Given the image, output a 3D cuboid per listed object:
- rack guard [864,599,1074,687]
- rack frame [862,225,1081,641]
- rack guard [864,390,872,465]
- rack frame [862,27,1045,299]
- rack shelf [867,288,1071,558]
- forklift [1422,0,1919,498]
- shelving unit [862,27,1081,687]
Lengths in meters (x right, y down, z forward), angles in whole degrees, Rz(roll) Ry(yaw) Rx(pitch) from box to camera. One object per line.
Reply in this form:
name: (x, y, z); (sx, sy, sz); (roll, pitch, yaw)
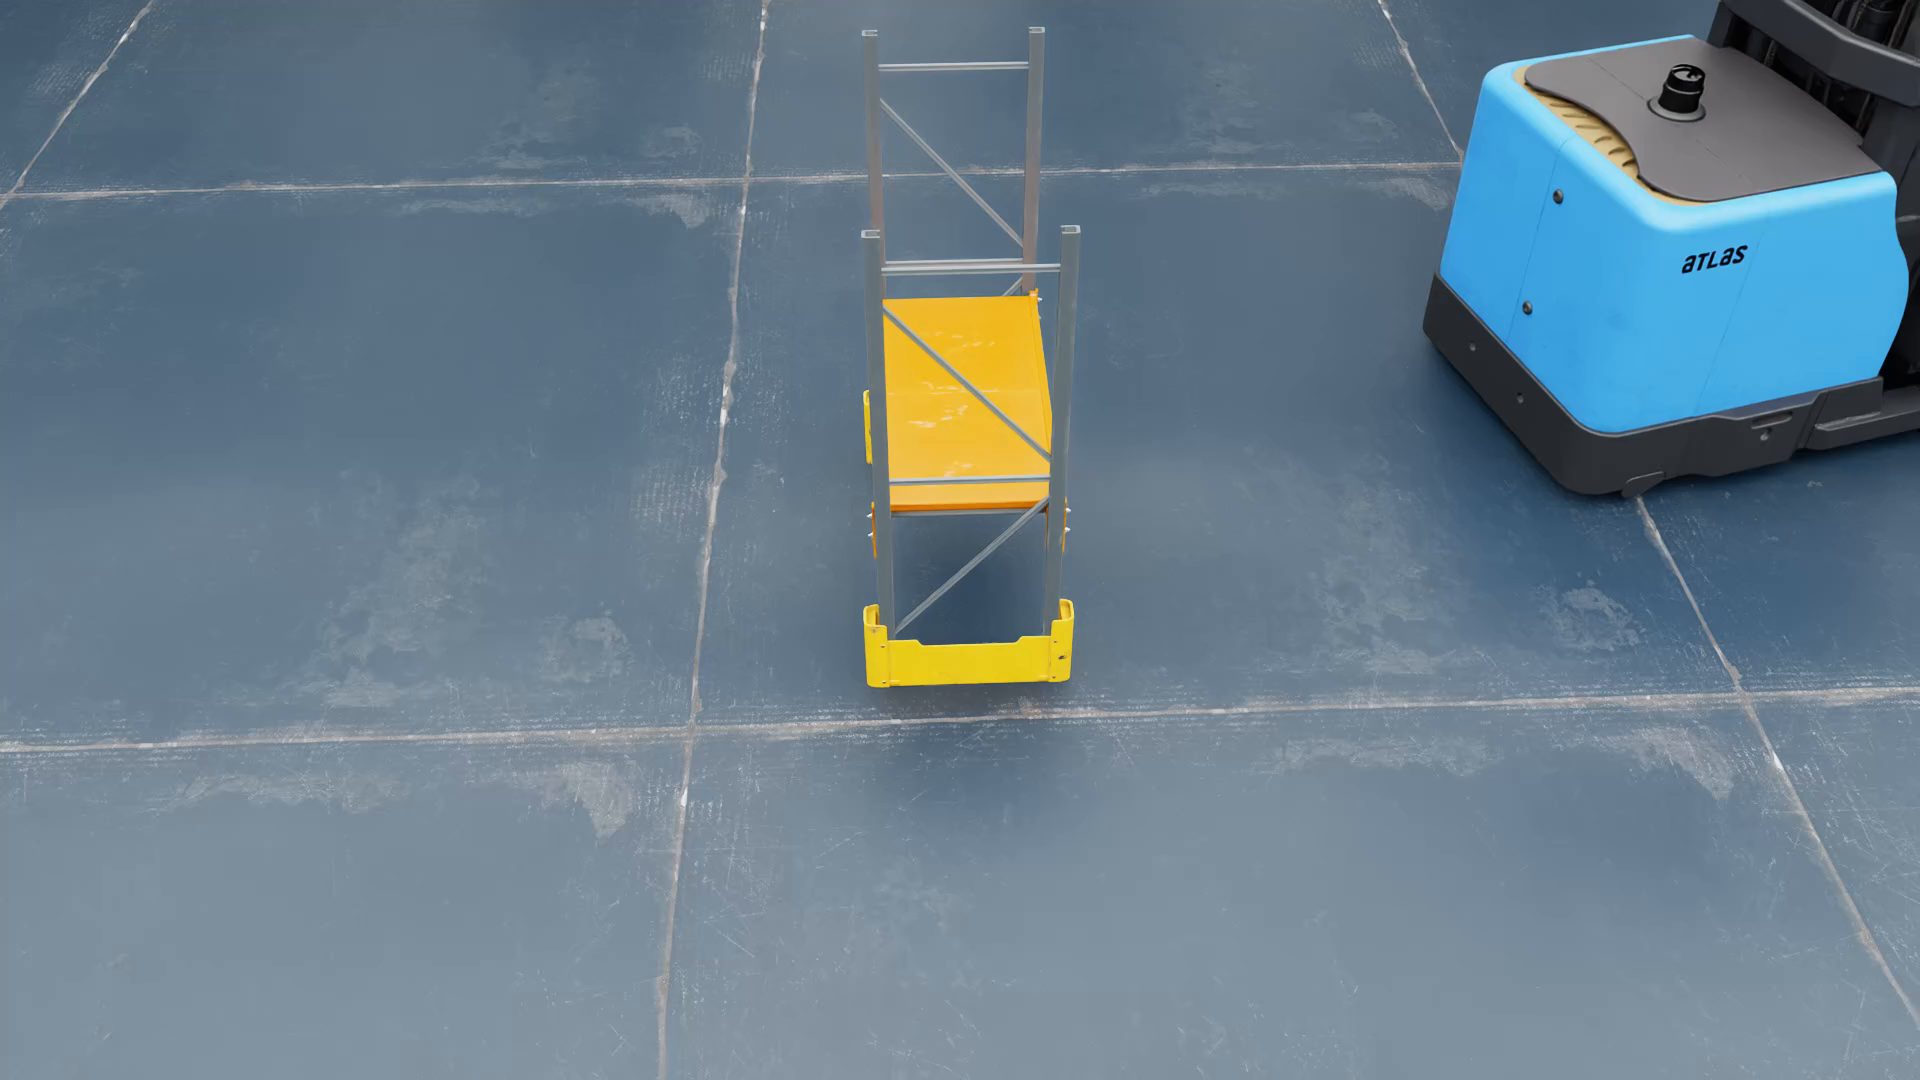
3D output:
rack guard: (0.024, 0.296, 4.743); (0.587, 0.250, 0.087); (-2, 43, -2)
rack frame: (0.025, -0.152, 4.306); (0.500, 1.500, 0.032); (-2, 43, -2)
rack guard: (-0.018, -0.377, 5.476); (0.587, 0.250, 0.087); (-2, 43, -2)
rack frame: (-0.018, -0.838, 5.055); (0.500, 1.500, 0.032); (-2, 43, -2)
rack shelf: (0.004, -0.363, 4.802); (0.538, 0.185, 1.000); (-2, 43, -2)
forklift: (3.235, -1.799, 5.043); (3.031, 2.935, 1.130); (-12, 44, -13)
shelving unit: (0.003, -0.501, 4.687); (0.587, 1.500, 1.083); (-2, 43, -2)
